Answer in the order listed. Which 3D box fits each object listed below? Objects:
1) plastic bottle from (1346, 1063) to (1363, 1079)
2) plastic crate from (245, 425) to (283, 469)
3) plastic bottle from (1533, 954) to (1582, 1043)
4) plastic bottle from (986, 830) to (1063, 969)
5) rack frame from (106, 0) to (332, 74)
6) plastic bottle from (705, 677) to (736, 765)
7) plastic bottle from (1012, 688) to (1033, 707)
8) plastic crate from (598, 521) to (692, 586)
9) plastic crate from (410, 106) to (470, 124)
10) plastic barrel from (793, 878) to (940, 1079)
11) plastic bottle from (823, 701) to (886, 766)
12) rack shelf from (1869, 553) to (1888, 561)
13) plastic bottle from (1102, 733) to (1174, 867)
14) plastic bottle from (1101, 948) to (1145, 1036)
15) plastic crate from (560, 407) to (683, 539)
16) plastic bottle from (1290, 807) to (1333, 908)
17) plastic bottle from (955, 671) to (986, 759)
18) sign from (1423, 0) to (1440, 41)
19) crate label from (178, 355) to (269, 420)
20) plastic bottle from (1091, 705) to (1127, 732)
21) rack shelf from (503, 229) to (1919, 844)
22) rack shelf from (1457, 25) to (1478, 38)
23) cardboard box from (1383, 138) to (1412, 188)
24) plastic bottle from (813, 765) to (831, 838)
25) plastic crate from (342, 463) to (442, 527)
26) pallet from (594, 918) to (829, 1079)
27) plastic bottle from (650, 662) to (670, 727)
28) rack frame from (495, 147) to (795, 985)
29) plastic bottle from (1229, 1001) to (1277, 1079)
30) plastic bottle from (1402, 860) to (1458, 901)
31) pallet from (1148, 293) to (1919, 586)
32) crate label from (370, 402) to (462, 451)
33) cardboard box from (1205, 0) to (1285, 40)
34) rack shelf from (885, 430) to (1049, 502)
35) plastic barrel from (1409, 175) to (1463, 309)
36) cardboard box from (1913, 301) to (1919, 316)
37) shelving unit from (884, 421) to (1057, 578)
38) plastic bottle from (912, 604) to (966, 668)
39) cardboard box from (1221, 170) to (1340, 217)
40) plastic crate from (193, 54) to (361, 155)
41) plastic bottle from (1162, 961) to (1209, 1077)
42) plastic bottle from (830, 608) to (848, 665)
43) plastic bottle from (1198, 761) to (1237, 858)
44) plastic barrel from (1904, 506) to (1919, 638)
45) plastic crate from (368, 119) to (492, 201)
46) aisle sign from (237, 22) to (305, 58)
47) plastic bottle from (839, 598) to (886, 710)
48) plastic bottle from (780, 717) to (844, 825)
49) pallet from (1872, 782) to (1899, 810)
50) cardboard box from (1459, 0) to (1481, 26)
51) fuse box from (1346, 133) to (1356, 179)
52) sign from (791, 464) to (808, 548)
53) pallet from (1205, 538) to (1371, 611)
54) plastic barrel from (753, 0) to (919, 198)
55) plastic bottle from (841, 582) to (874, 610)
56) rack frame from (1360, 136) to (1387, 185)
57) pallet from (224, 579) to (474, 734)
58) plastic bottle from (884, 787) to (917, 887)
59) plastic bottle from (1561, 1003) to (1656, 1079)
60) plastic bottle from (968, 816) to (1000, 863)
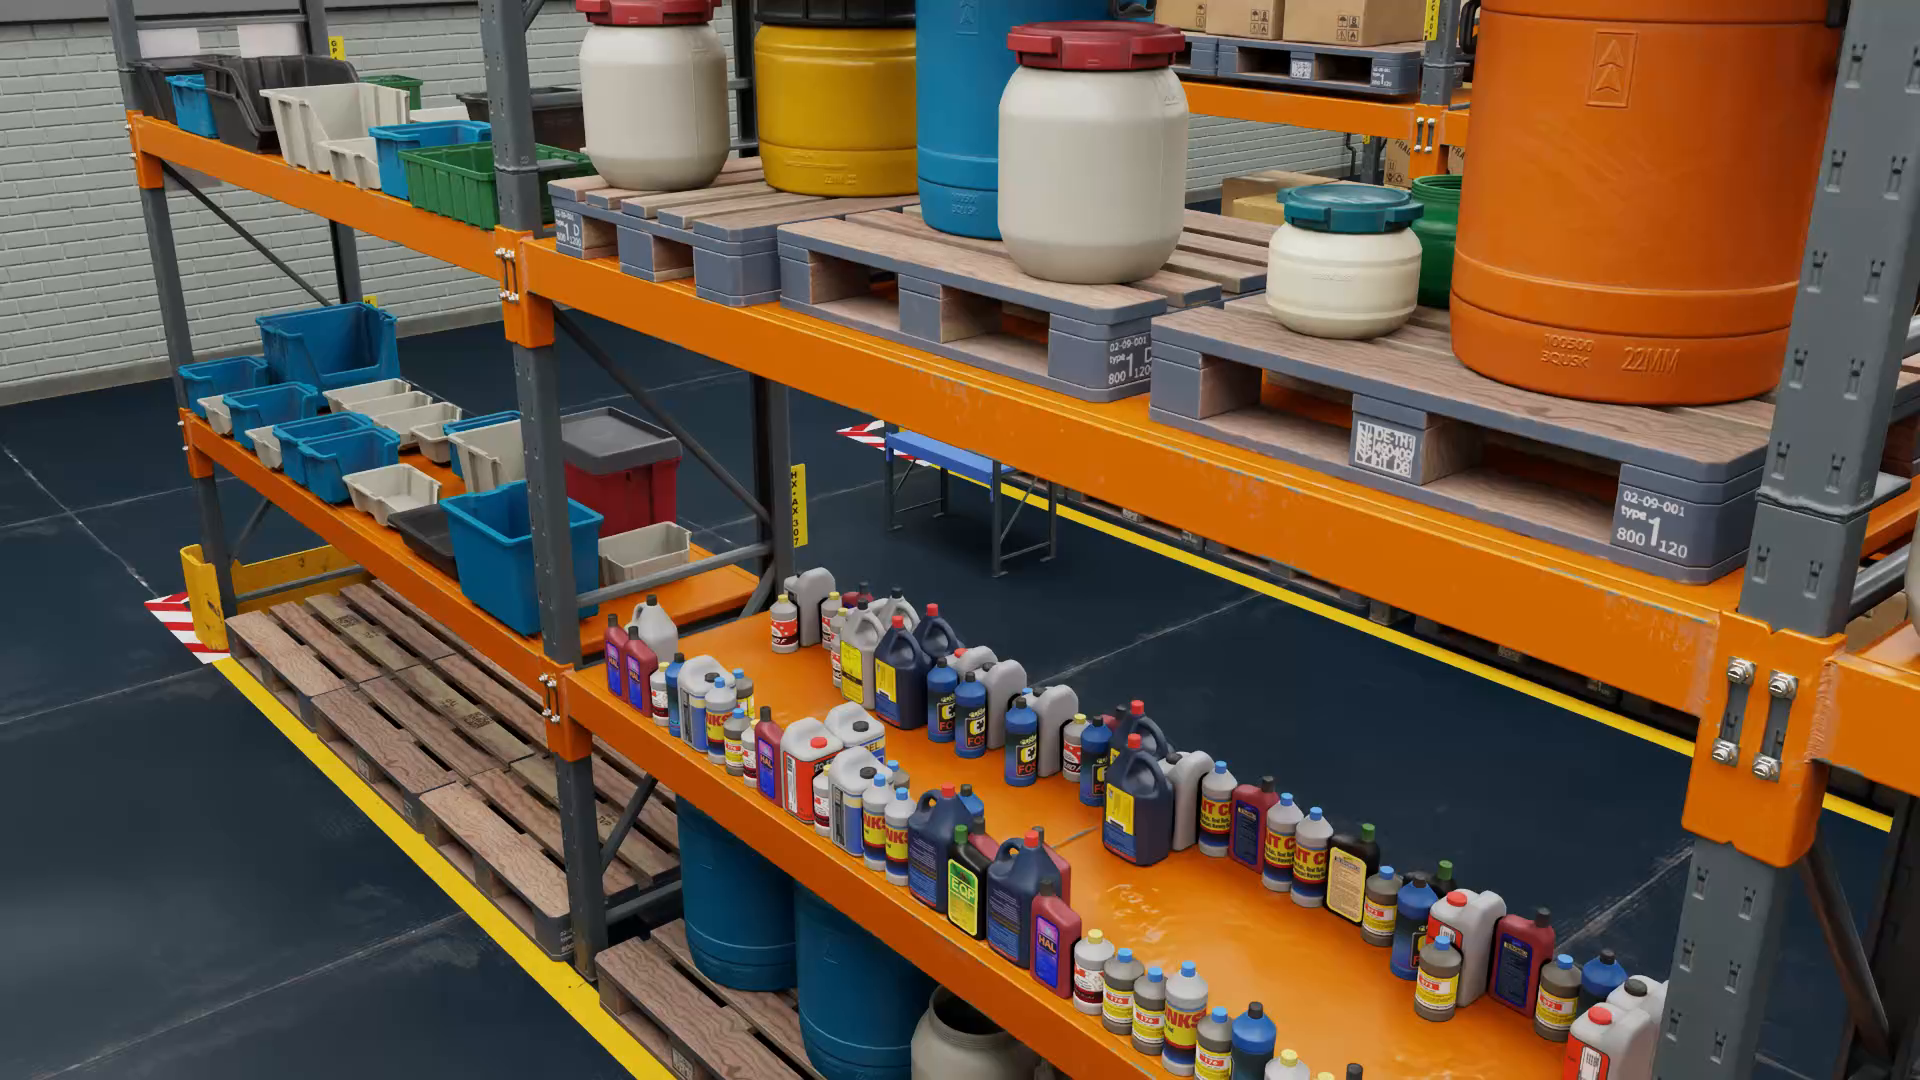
[{"bbox_3d":[0.830,1.219,3.418,0.061,0.283,0.133,-17,27,-37],"label":"plastic bottle"},{"bbox_3d":[-3.153,-0.434,7.759,0.250,0.136,0.298,-17,27,-37],"label":"plastic crate"},{"bbox_3d":[1.411,1.069,3.913,0.097,0.201,0.097,0,21,0],"label":"plastic bottle"},{"bbox_3d":[0.162,0.882,4.187,0.144,0.351,0.185,-17,27,-37],"label":"plastic bottle"},{"bbox_3d":[-3.655,-3.765,7.757,1.000,3.000,0.127,-17,27,-37],"label":"rack frame"},{"bbox_3d":[-0.736,0.552,5.138,0.097,0.271,0.097,0,21,0],"label":"plastic bottle"},{"bbox_3d":[0.210,0.561,5.211,0.097,0.201,0.097,0,21,0],"label":"plastic bottle"},{"bbox_3d":[-1.239,0.066,6.482,0.396,0.136,0.243,-17,27,-37],"label":"plastic crate"},{"bbox_3d":[-2.118,-1.734,7.045,0.437,0.136,0.530,-17,27,-37],"label":"plastic crate"},{"bbox_3d":[-0.239,1.265,5.442,0.600,0.901,0.708,-17,27,-37],"label":"plastic barrel"},{"bbox_3d":[-0.310,0.630,4.933,0.152,0.276,0.135,-17,27,-37],"label":"plastic bottle"},{"bbox_3d":[4.014,-0.158,7.760,1.077,0.370,4.000,-17,27,-37],"label":"rack shelf"},{"bbox_3d":[0.496,0.710,4.625,0.144,0.351,0.185,-17,27,-37],"label":"plastic bottle"},{"bbox_3d":[0.387,1.060,3.938,0.097,0.201,0.097,0,21,0],"label":"plastic bottle"},{"bbox_3d":[-1.436,-0.230,6.789,0.402,0.464,0.583,-17,27,-37],"label":"plastic crate"},{"bbox_3d":[0.935,0.835,4.415,0.097,0.271,0.097,0,21,0],"label":"plastic bottle"},{"bbox_3d":[0.032,0.538,5.174,0.097,0.271,0.097,0,21,0],"label":"plastic bottle"},{"bbox_3d":[2.289,-2.587,8.046,0.100,0.325,0.005,-17,27,-37],"label":"sign"},{"bbox_3d":[-3.743,-0.775,8.497,0.416,0.233,0.303,-17,27,-37],"label":"crate label"},{"bbox_3d":[0.451,0.615,4.962,0.061,0.283,0.133,-17,27,-37],"label":"plastic bottle"},{"bbox_3d":[0.262,-0.375,4.203,1.077,0.370,4.000,-17,27,-37],"label":"rack shelf"},{"bbox_3d":[5.227,-3.812,12.978,1.077,0.370,4.000,-17,27,-37],"label":"rack shelf"},{"bbox_3d":[4.005,-3.299,14.248,0.500,0.500,0.500,-16,26,-35],"label":"cardboard box"},{"bbox_3d":[-0.371,0.739,4.756,0.097,0.201,0.097,0,21,0],"label":"plastic bottle"},{"bbox_3d":[-2.408,-0.181,7.112,0.293,0.136,0.466,-17,27,-37],"label":"plastic crate"},{"bbox_3d":[-0.571,1.655,5.969,1.003,0.211,1.213,-17,27,-37],"label":"pallet"},{"bbox_3d":[-0.951,0.493,5.384,0.097,0.201,0.097,0,21,0],"label":"plastic bottle"},{"bbox_3d":[-1.044,0.134,6.030,1.000,3.000,0.127,-17,27,-37],"label":"rack frame"},{"bbox_3d":[0.641,1.135,3.650,0.097,0.271,0.097,0,21,0],"label":"plastic bottle"},{"bbox_3d":[1.175,0.921,4.180,0.061,0.283,0.133,-17,27,-37],"label":"plastic bottle"},{"bbox_3d":[1.142,-0.305,3.294,1.003,0.211,1.213,-17,27,-37],"label":"pallet"},{"bbox_3d":[-2.607,-0.540,8.028,0.396,0.136,0.243,-17,27,-37],"label":"crate label"},{"bbox_3d":[1.805,-3.082,9.278,0.700,0.500,0.500,-16,26,-35],"label":"cardboard box"},{"bbox_3d":[0.056,-0.507,10.216,0.538,0.185,1.000,-17,27,-37],"label":"rack shelf"},{"bbox_3d":[1.050,-0.629,3.500,0.294,0.245,0.294,0,21,0],"label":"plastic barrel"},{"bbox_3d":[4.431,-0.840,7.004,0.797,0.503,0.637,-17,27,-36],"label":"cardboard box"},{"bbox_3d":[0.056,-0.675,10.150,0.538,1.500,1.048,-17,27,-37],"label":"shelving unit"},{"bbox_3d":[-0.075,0.384,5.459,0.144,0.351,0.185,-17,27,-37],"label":"plastic bottle"},{"bbox_3d":[1.931,-1.937,10.086,0.500,0.500,0.500,-19,28,-39],"label":"cardboard box"},{"bbox_3d":[-2.866,-1.852,7.071,0.504,0.338,0.767,-17,27,-37],"label":"plastic crate"},{"bbox_3d":[0.514,1.081,3.787,0.097,0.271,0.097,0,21,0],"label":"plastic bottle"},{"bbox_3d":[-0.404,0.335,5.788,0.097,0.201,0.097,0,21,0],"label":"plastic bottle"},{"bbox_3d":[0.721,0.745,4.646,0.097,0.271,0.097,0,21,0],"label":"plastic bottle"},{"bbox_3d":[1.538,-0.051,2.235,0.421,0.512,0.421,0,21,0],"label":"plastic barrel"},{"bbox_3d":[-1.880,-1.361,5.961,0.416,0.233,0.300,-17,27,-37],"label":"plastic crate"},{"bbox_3d":[-3.480,-2.272,8.606,0.394,0.787,0.004,-17,27,-37],"label":"aisle sign"},{"bbox_3d":[-0.305,0.367,5.501,0.144,0.351,0.185,-17,27,-37],"label":"plastic bottle"},{"bbox_3d":[-0.426,0.666,4.841,0.152,0.276,0.135,-17,27,-37],"label":"plastic bottle"},{"bbox_3d":[4.862,1.122,7.329,1.003,0.211,1.213,-17,27,-37],"label":"pallet"},{"bbox_3d":[4.361,-4.299,13.439,0.500,0.250,0.500,-16,27,-36],"label":"cardboard box"},{"bbox_3d":[5.593,-5.922,23.257,0.539,1.711,0.414,-17,27,-37],"label":"fuse box"},{"bbox_3d":[-0.626,-0.126,6.312,0.100,0.325,0.005,-17,27,-37],"label":"sign"},{"bbox_3d":[2.272,0.024,10.132,1.003,0.211,1.213,-17,27,-37],"label":"pallet"},{"bbox_3d":[-0.294,-1.342,4.851,0.600,0.588,0.600,0,21,0],"label":"plastic barrel"},{"bbox_3d":[-0.356,0.273,5.834,0.061,0.283,0.133,-17,27,-37],"label":"plastic bottle"},{"bbox_3d":[3.921,-3.303,14.805,1.000,3.000,0.127,-17,27,-37],"label":"rack frame"},{"bbox_3d":[-3.146,0.564,8.754,1.003,0.211,1.213,-17,27,-37],"label":"pallet"},{"bbox_3d":[-0.156,0.798,4.511,0.097,0.271,0.097,0,21,0],"label":"plastic bottle"},{"bbox_3d":[1.415,1.136,3.640,0.152,0.276,0.135,-17,27,-37],"label":"plastic bottle"},{"bbox_3d":[0.072,0.865,4.323,0.061,0.283,0.133,-17,27,-37],"label":"plastic bottle"}]
